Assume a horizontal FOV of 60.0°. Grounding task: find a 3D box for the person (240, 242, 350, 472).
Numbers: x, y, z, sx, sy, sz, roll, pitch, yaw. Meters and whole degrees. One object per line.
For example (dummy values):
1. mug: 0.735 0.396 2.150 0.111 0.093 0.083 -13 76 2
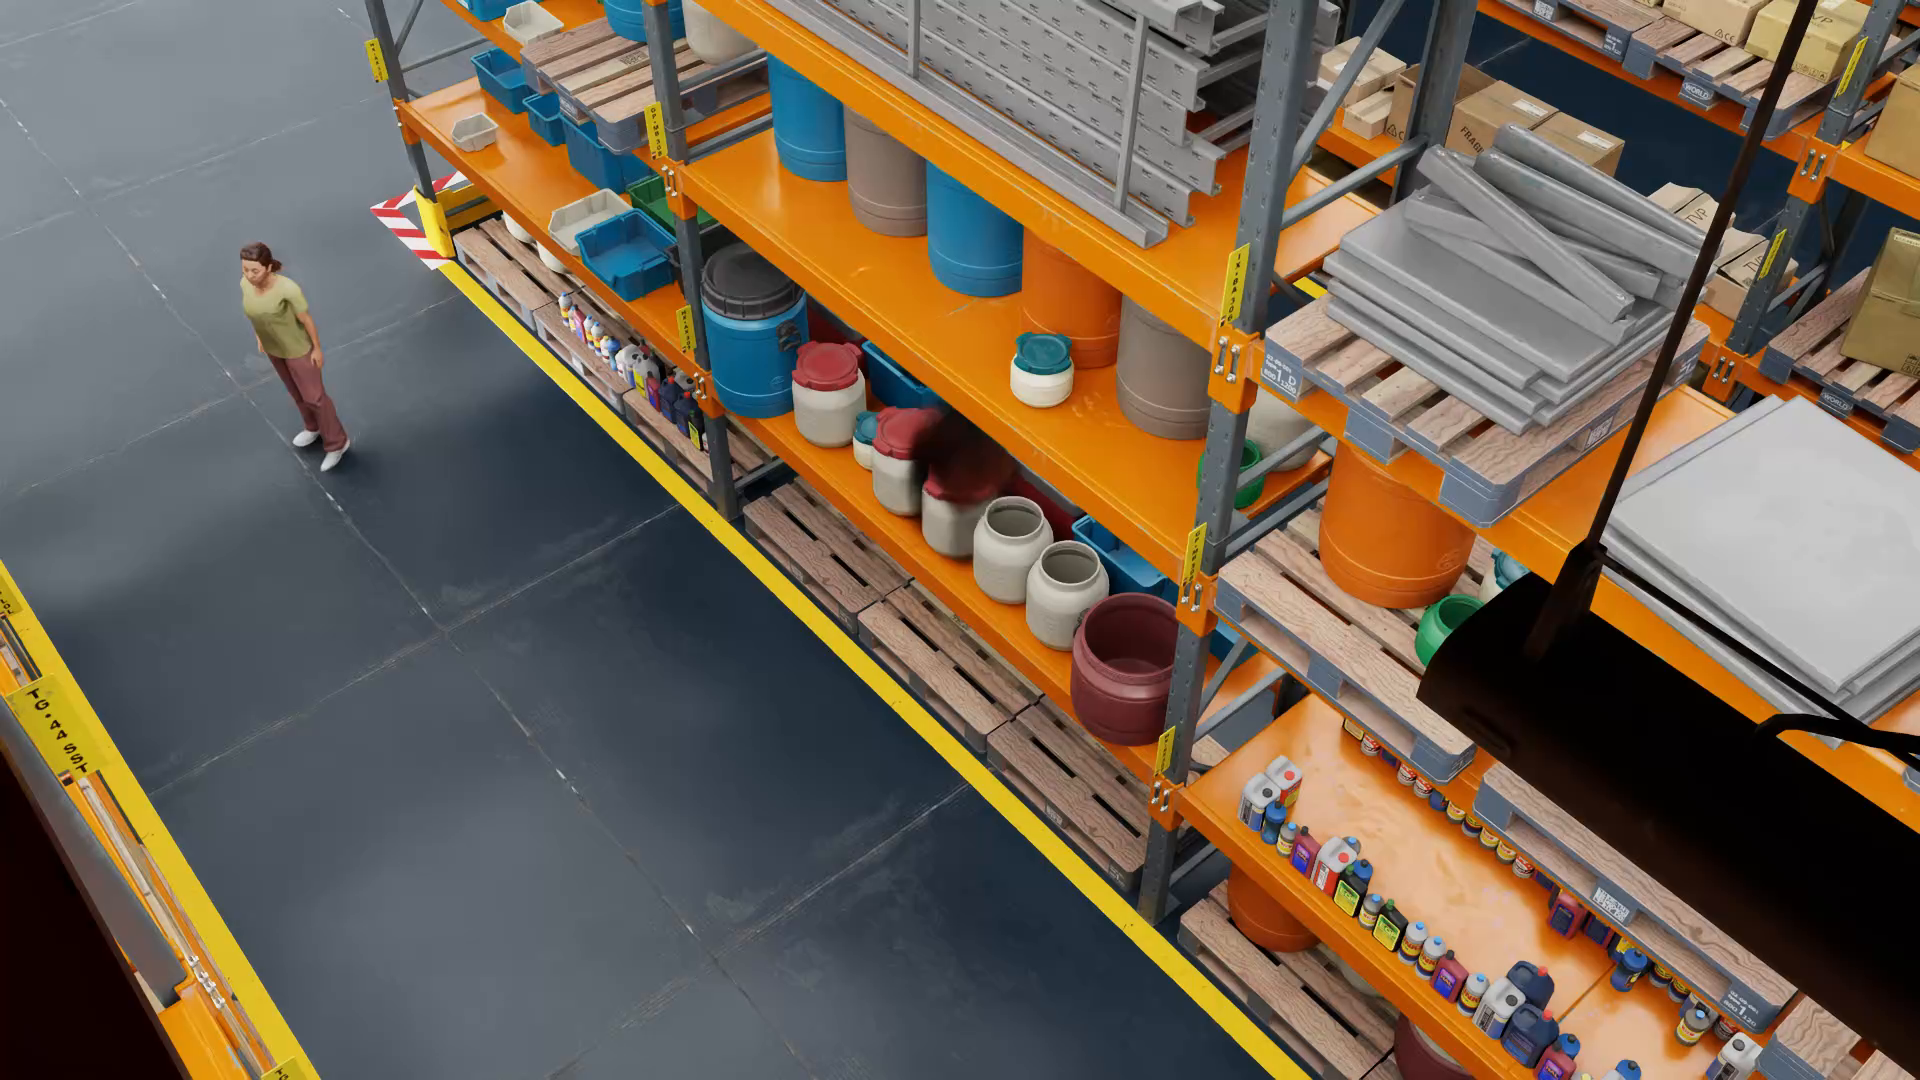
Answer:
1. person: -4.480 -1.231 11.026 0.503 1.709 0.429 16 49 15
